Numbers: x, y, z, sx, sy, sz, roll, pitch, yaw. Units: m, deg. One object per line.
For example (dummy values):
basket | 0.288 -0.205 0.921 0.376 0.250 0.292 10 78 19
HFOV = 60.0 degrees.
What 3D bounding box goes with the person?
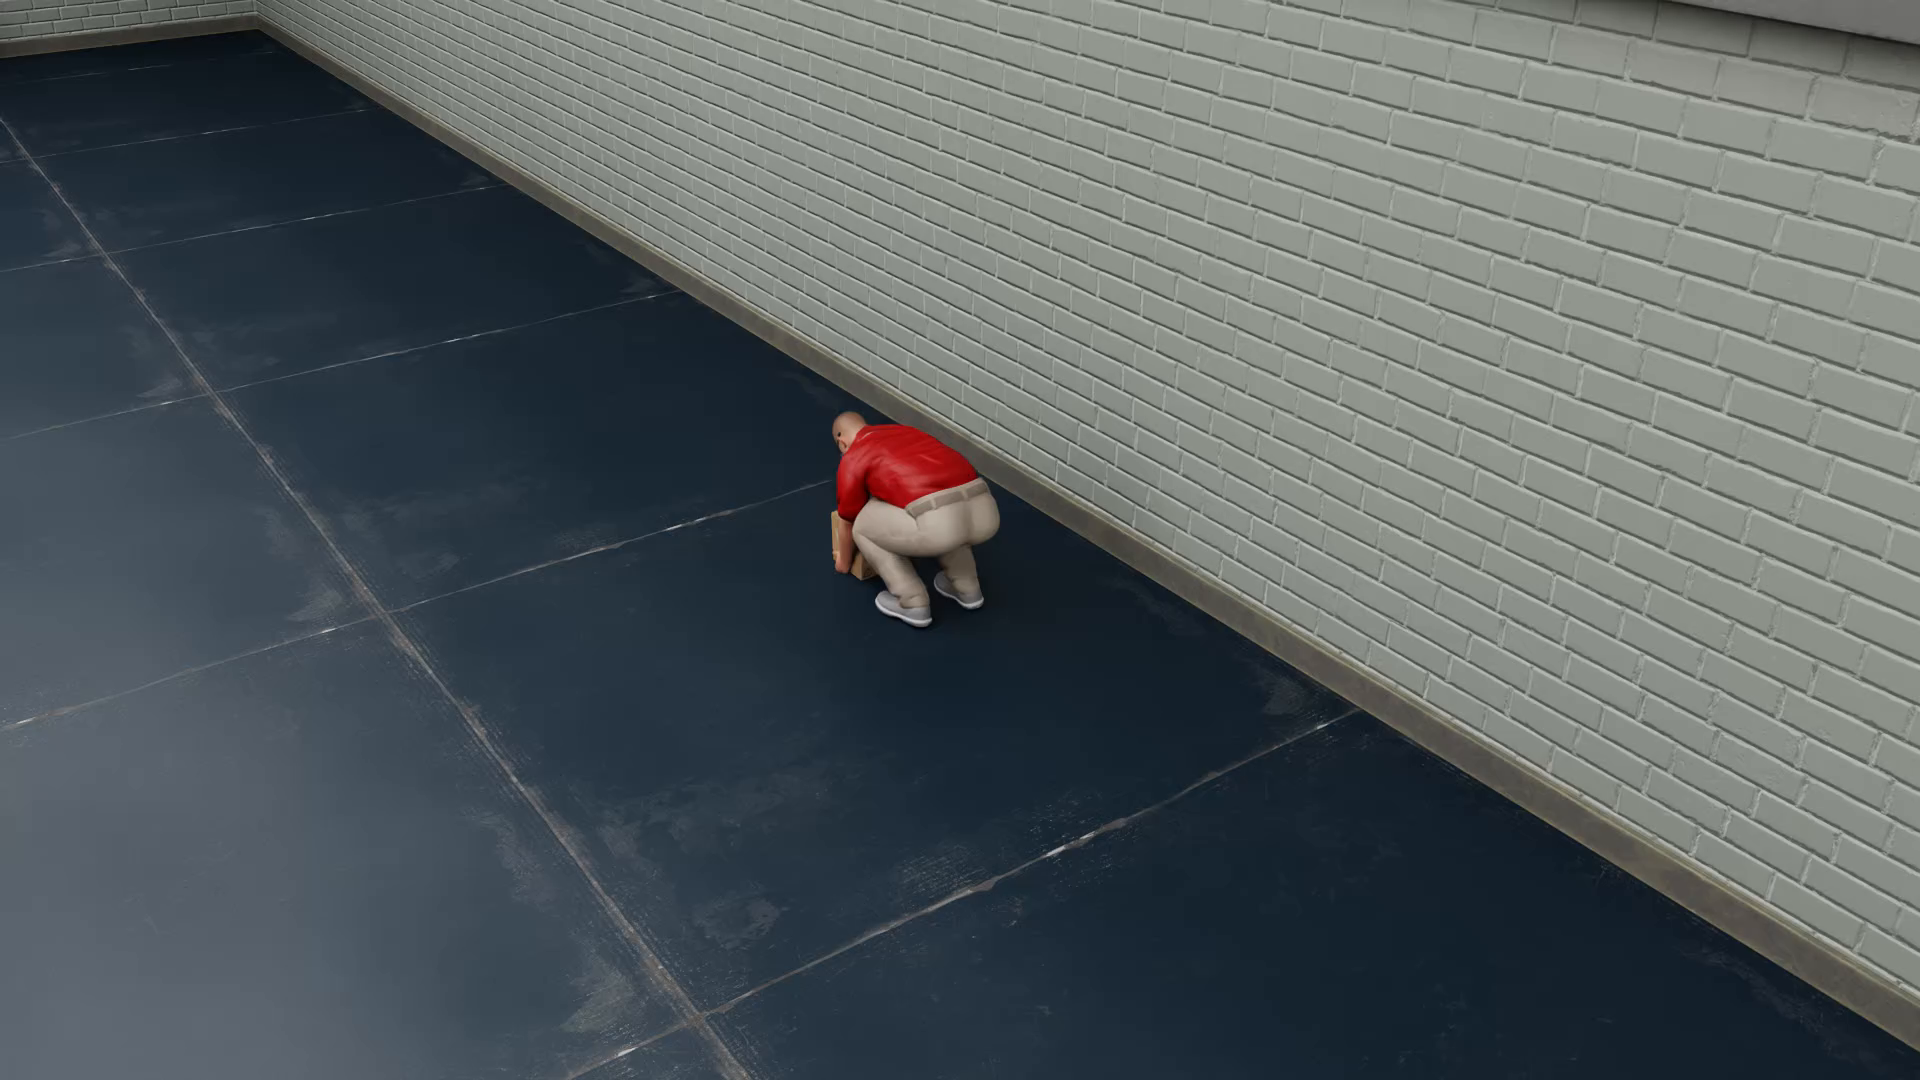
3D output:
person | -0.230 -0.097 7.357 0.529 0.784 0.936 -20 34 -32
